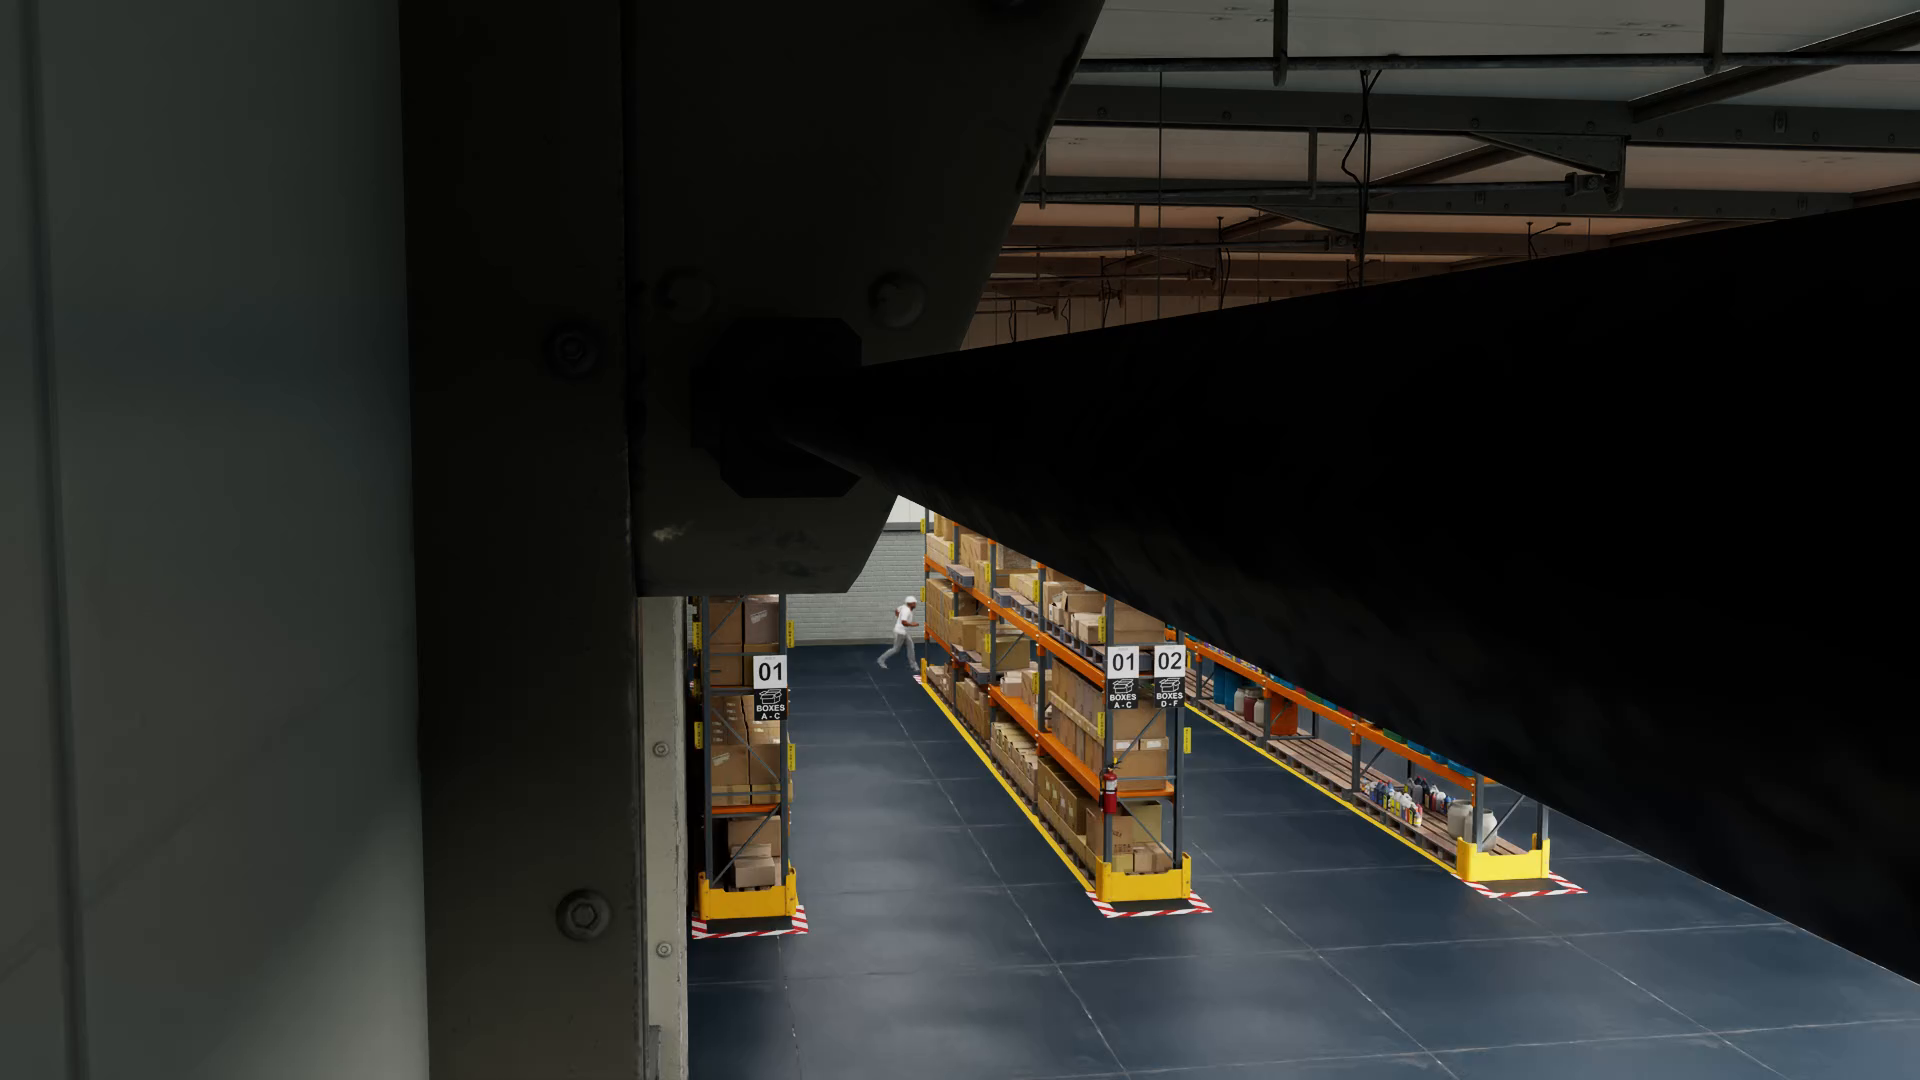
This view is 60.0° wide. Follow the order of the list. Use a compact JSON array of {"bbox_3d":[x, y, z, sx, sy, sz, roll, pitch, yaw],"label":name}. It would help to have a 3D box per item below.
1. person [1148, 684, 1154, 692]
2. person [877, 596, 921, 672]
[{"bbox_3d":[3.882,2.664,32.221,0.687,1.608,1.093,1,5,11],"label":"person"},{"bbox_3d":[-1.381,2.148,37.940,1.052,1.735,0.748,0,5,-3],"label":"person"}]
